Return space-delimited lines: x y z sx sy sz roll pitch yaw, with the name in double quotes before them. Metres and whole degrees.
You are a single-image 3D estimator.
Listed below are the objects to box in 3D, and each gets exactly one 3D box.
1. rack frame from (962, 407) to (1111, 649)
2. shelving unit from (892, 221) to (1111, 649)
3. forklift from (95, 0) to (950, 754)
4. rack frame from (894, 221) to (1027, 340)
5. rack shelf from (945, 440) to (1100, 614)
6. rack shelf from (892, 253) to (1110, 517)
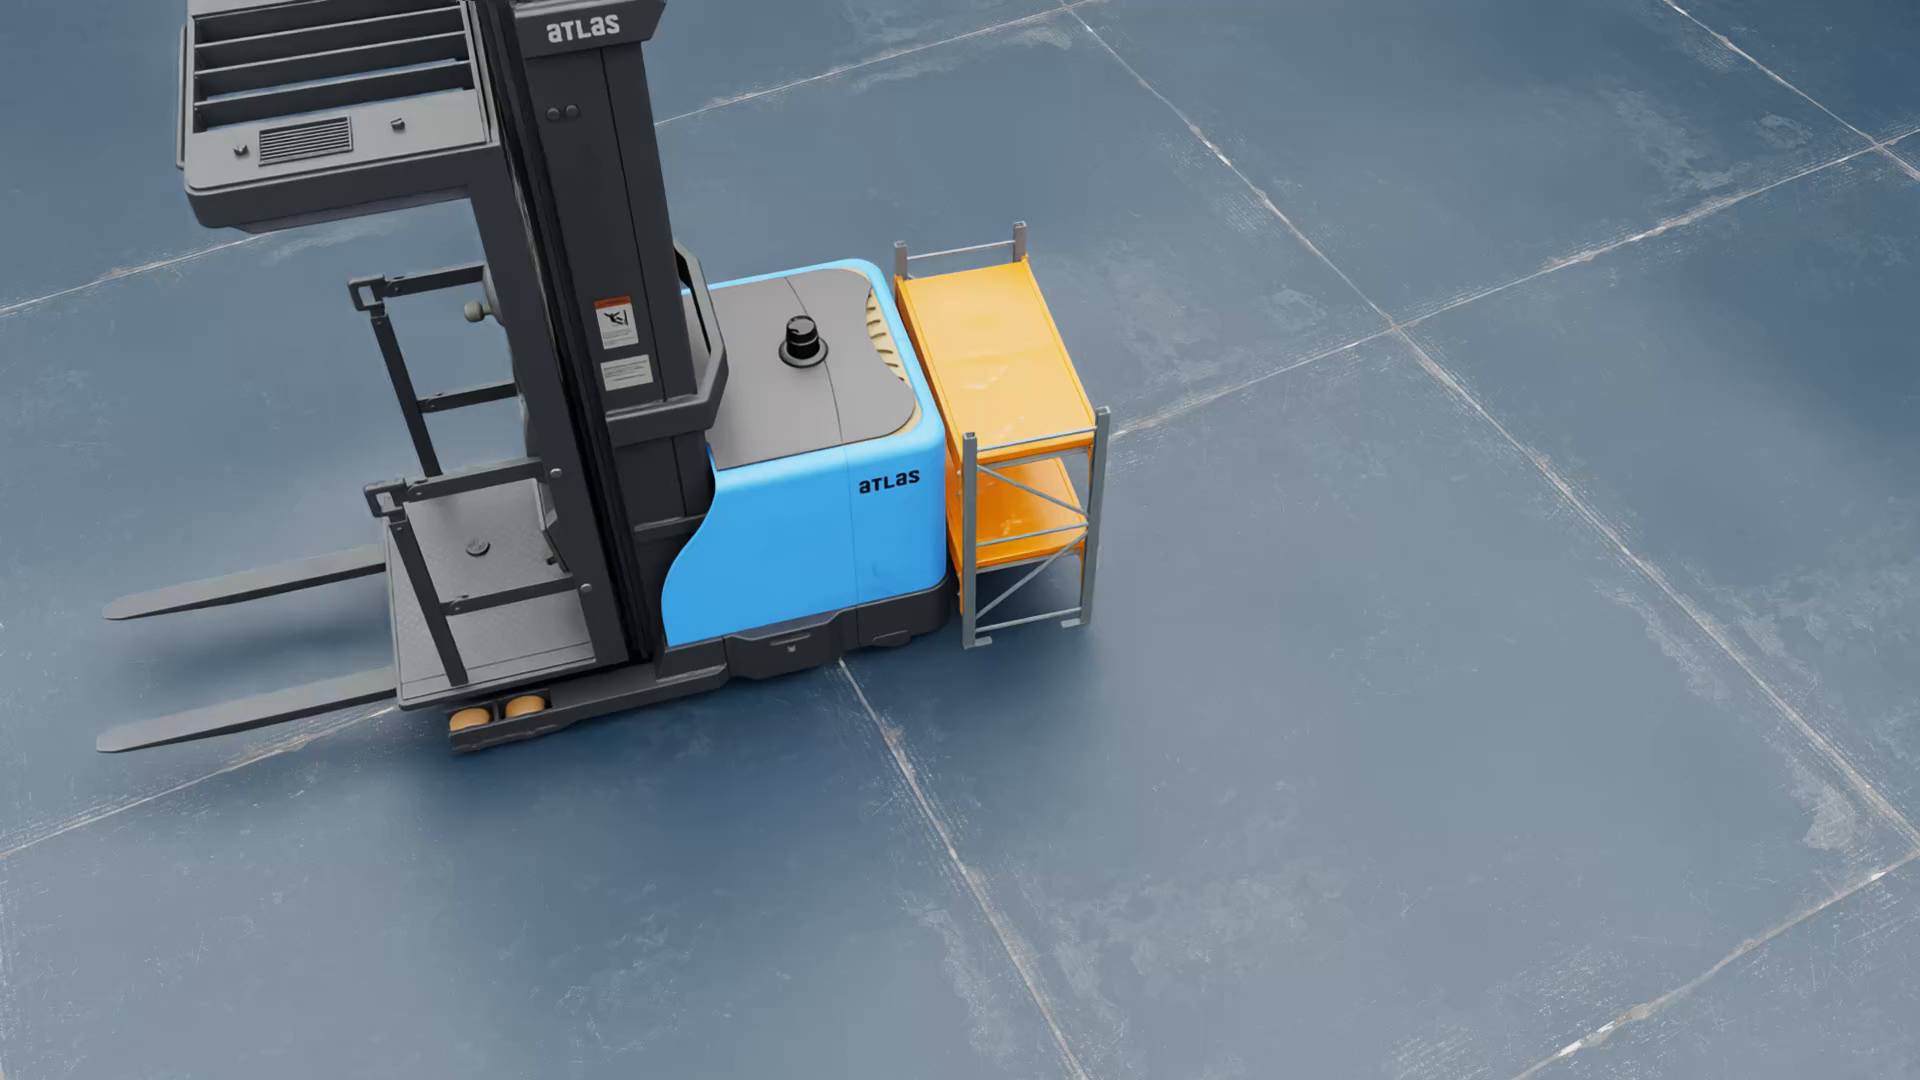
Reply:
"rack frame" 0.255 -0.017 5.910 0.500 1.125 0.032 -11 50 -9
"shelving unit" 0.128 -0.388 6.234 0.538 1.125 1.048 -11 50 -9
"forklift" -1.612 -0.653 5.267 3.031 2.935 1.130 -12 50 -11
"rack frame" 0.002 -0.758 6.558 0.500 1.125 0.032 -11 50 -9
"rack shelf" 0.128 -0.227 6.418 0.538 0.278 1.000 -11 50 -9
"rack shelf" 0.128 -0.580 6.014 0.538 0.278 1.000 -11 50 -9
